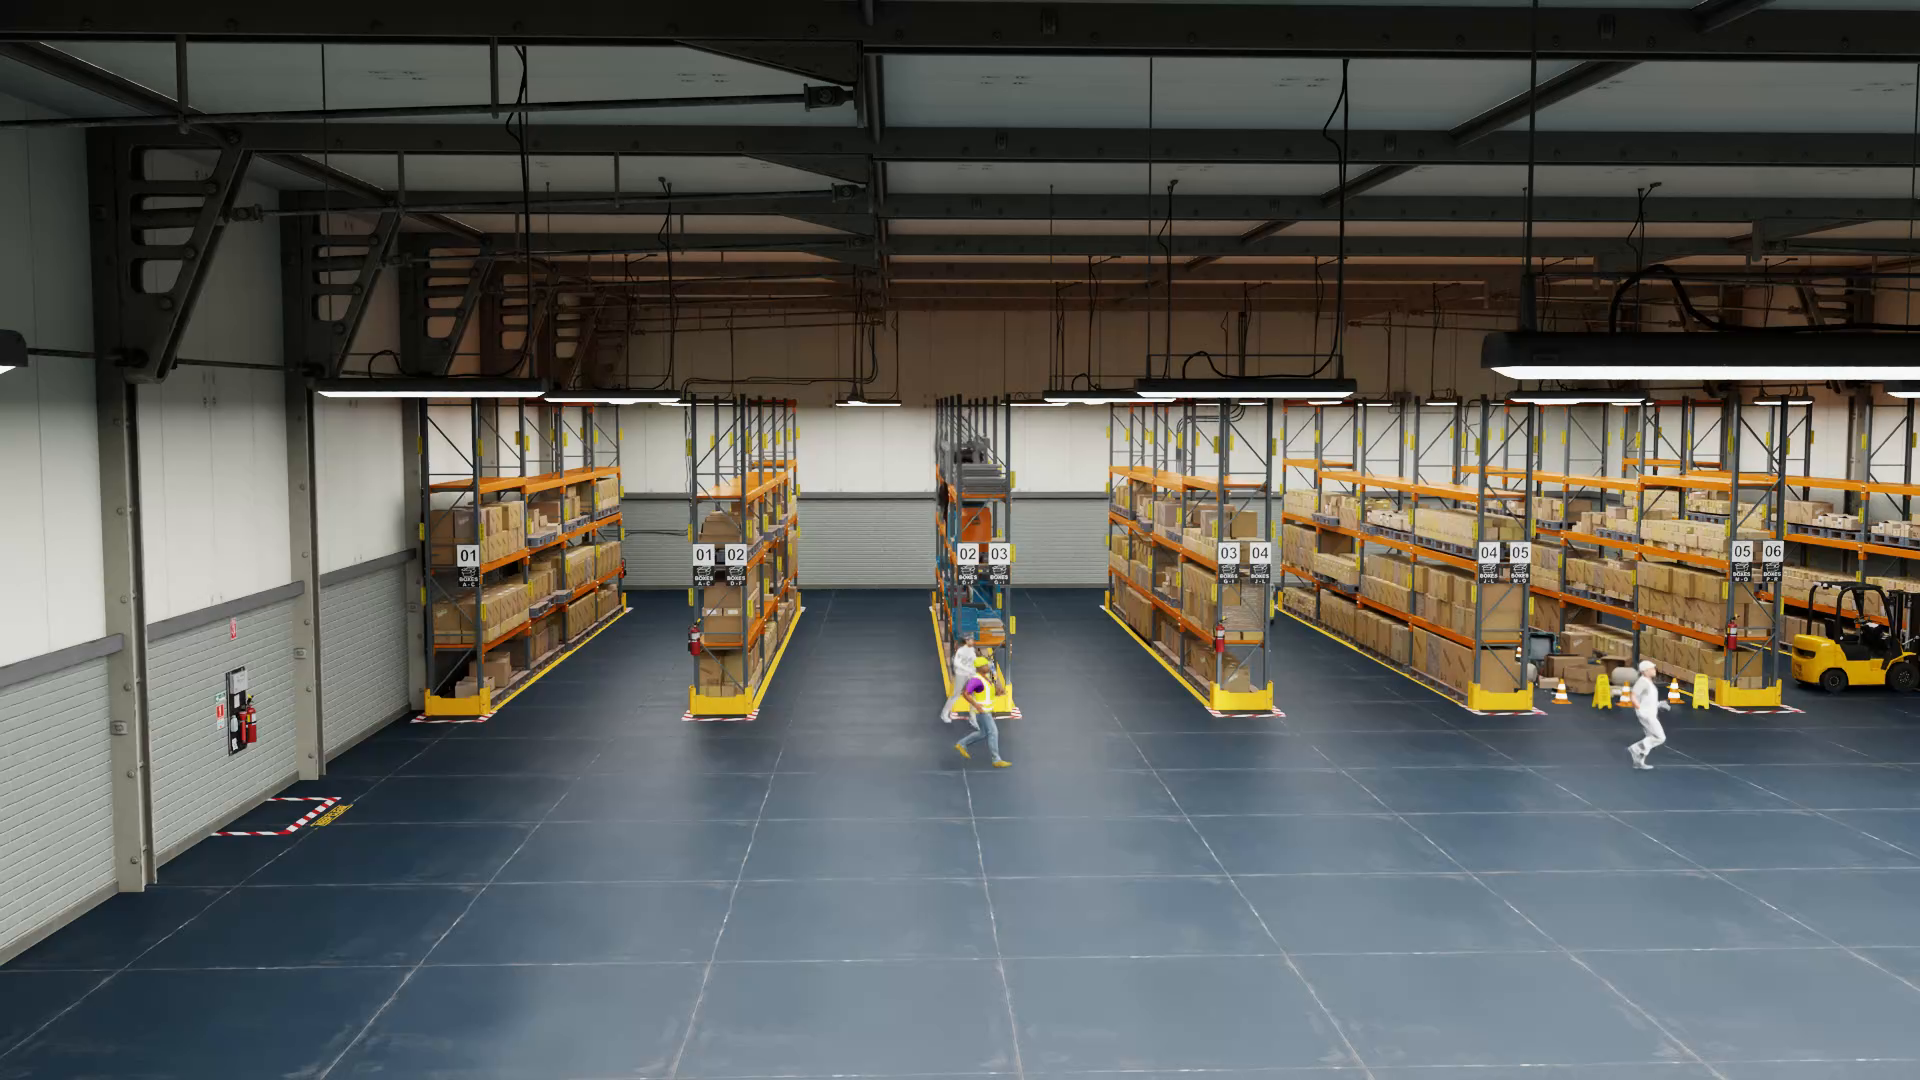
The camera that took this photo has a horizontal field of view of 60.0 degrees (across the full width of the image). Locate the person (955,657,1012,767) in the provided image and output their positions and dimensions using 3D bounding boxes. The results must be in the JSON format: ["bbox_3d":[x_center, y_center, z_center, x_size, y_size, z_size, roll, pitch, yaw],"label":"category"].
[{"bbox_3d":[0.365,2.739,26.619,0.963,1.747,0.710,1,5,15],"label":"person"}]

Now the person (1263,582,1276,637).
[{"bbox_3d":[7.688,1.612,41.593,0.562,1.672,0.586,0,5,-6],"label":"person"}]

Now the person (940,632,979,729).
[{"bbox_3d":[0.115,2.511,30.127,0.810,1.707,0.678,4,6,40],"label":"person"}]

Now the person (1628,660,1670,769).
[{"bbox_3d":[10.928,2.778,26.352,0.587,1.739,0.656,3,5,29],"label":"person"}]
